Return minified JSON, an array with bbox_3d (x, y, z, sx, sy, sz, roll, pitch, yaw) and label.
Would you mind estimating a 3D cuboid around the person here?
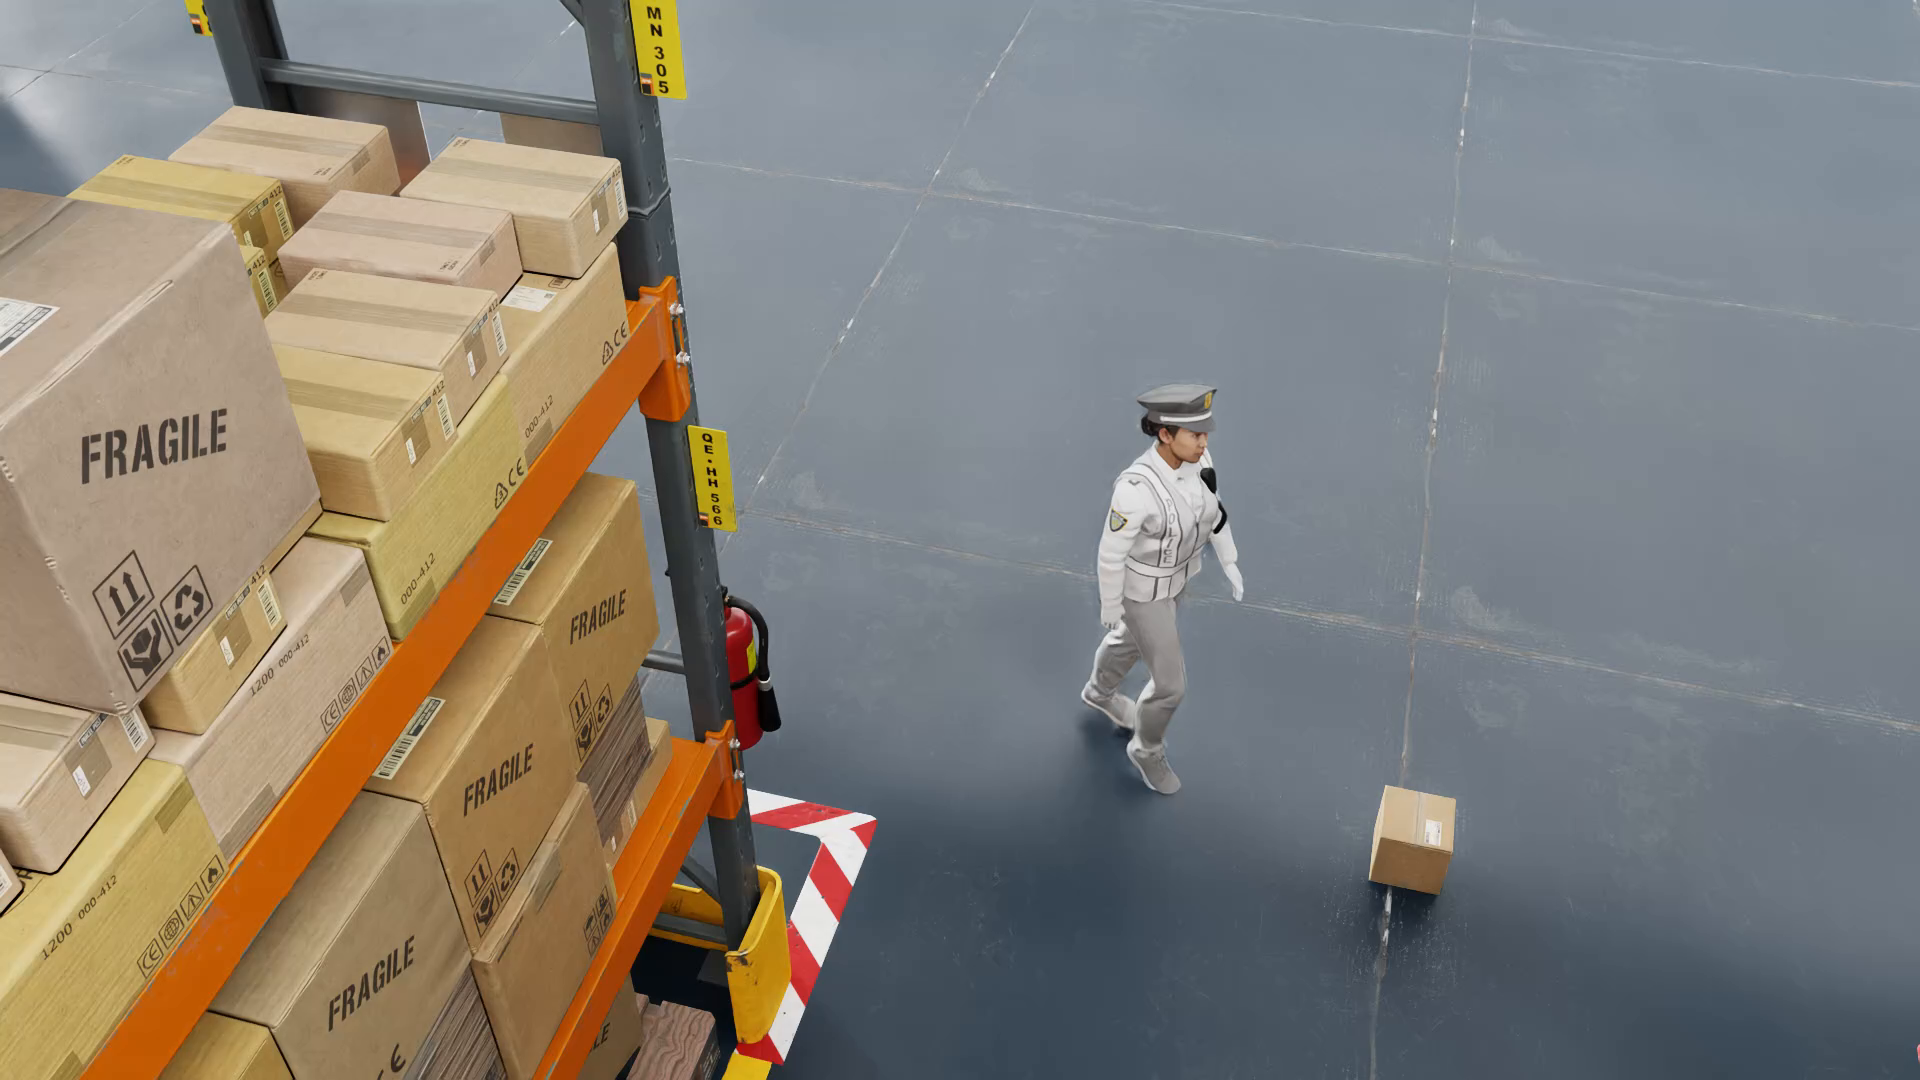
[{"bbox_3d":[0.700,0.162,5.978,0.545,1.758,0.515,26,47,27],"label":"person"}]
